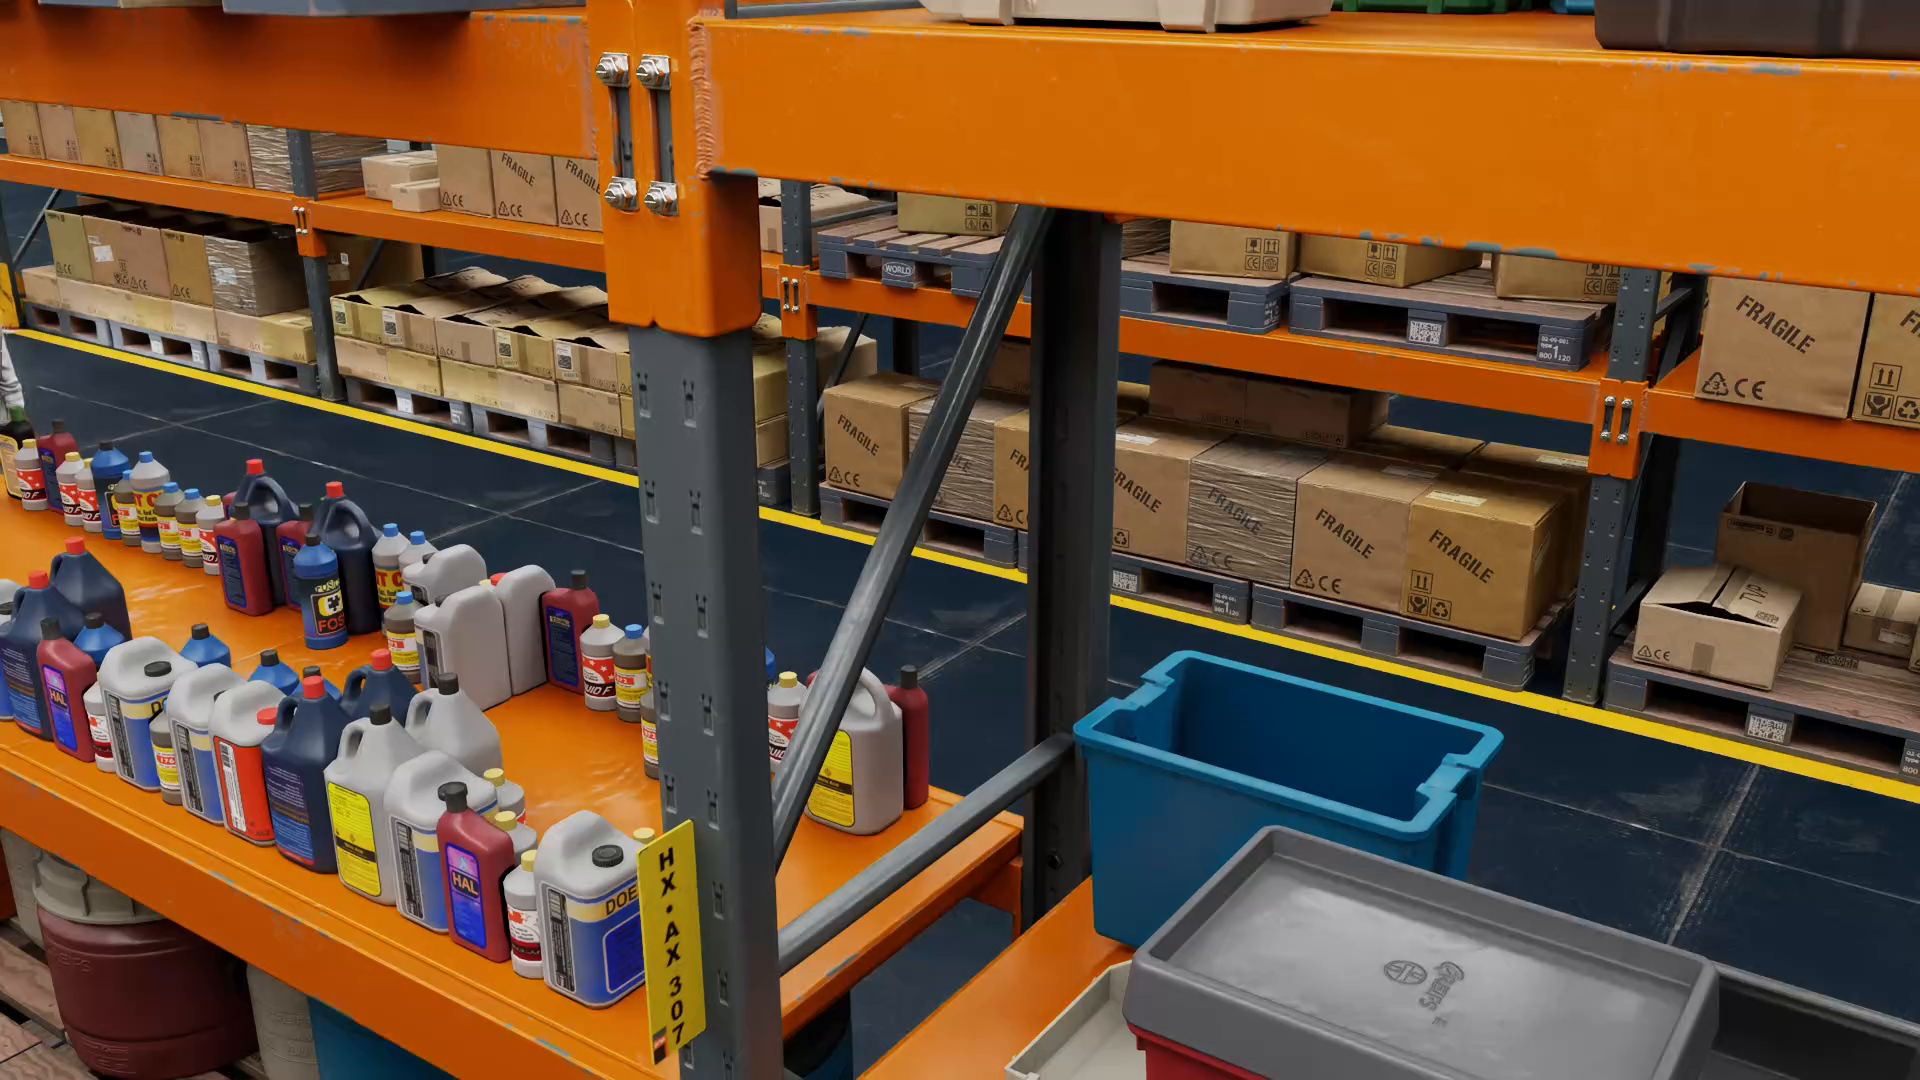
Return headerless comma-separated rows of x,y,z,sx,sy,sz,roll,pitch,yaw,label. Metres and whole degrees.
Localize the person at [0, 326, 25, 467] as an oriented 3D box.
-4.327,-0.435,7.263,0.905,1.548,0.421,8,21,20,person
